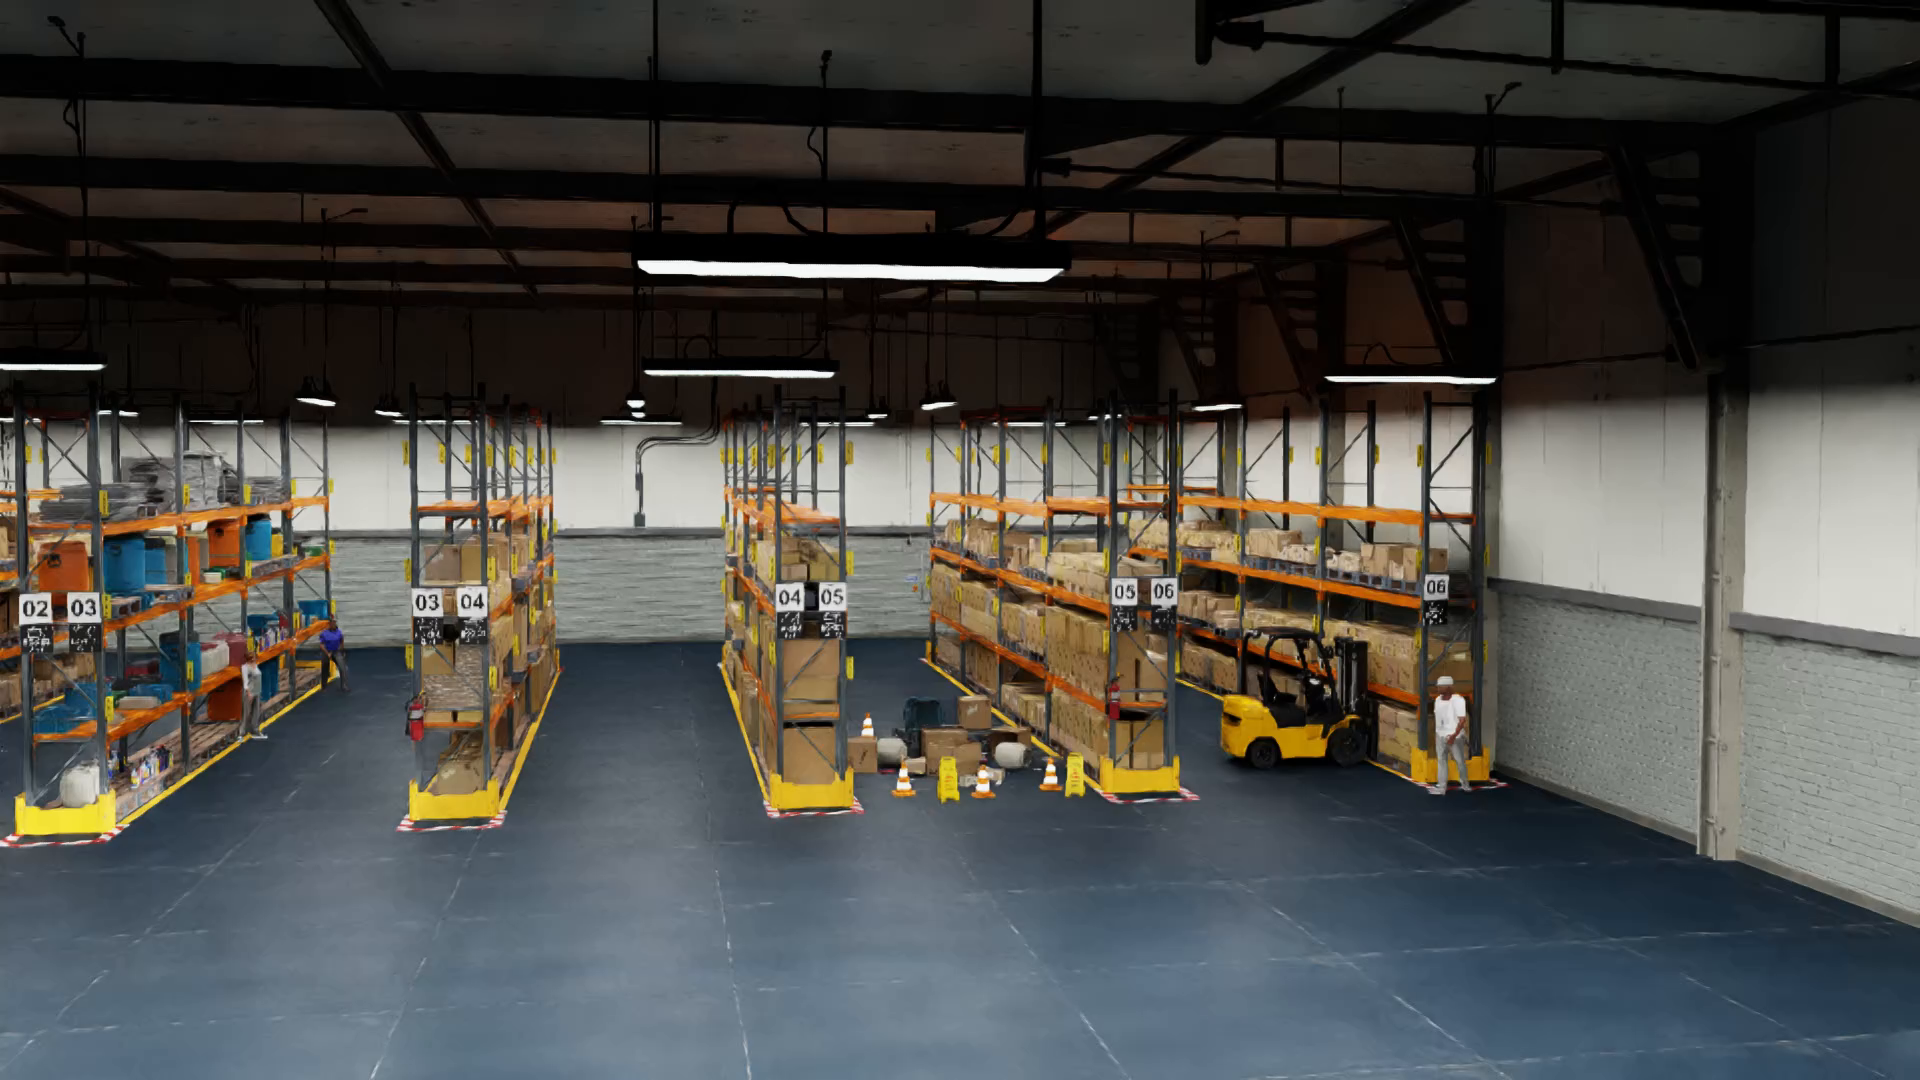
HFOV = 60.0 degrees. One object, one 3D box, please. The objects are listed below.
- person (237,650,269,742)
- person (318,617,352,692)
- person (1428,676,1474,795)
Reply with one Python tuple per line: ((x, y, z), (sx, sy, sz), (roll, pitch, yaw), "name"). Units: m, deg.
((-12.443, 2.715, 29.135), (0.357, 1.595, 0.571), (1, 3, 13), "person")
((-13.231, 2.422, 35.096), (0.616, 1.602, 0.761), (-2, 3, -32), "person")
((7.249, 2.884, 24.587), (0.707, 1.763, 0.582), (-2, 4, -38), "person")
